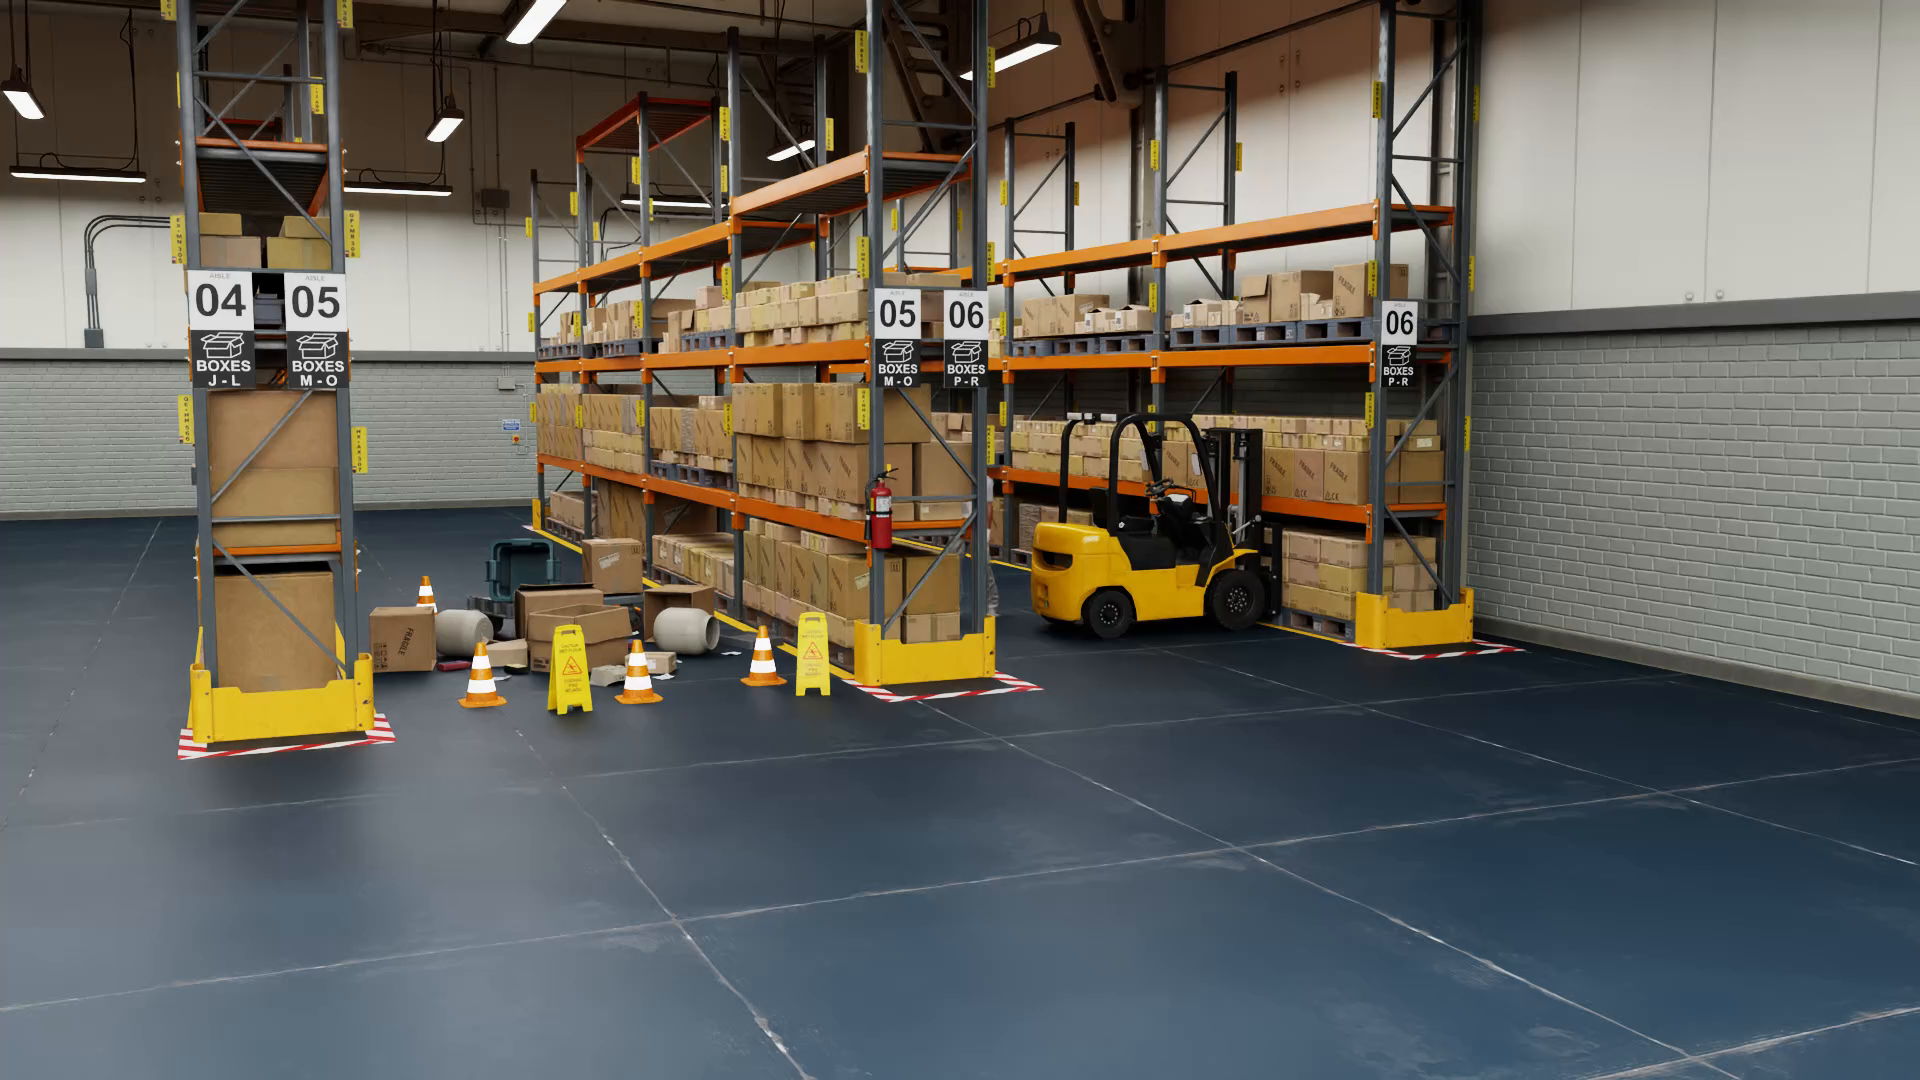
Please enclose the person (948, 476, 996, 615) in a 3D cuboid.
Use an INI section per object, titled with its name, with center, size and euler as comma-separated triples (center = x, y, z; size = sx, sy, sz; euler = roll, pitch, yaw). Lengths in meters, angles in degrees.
[person]
center = 0.106, -0.071, 17.518
size = 0.555, 1.803, 0.455
euler = 4, 7, 37
